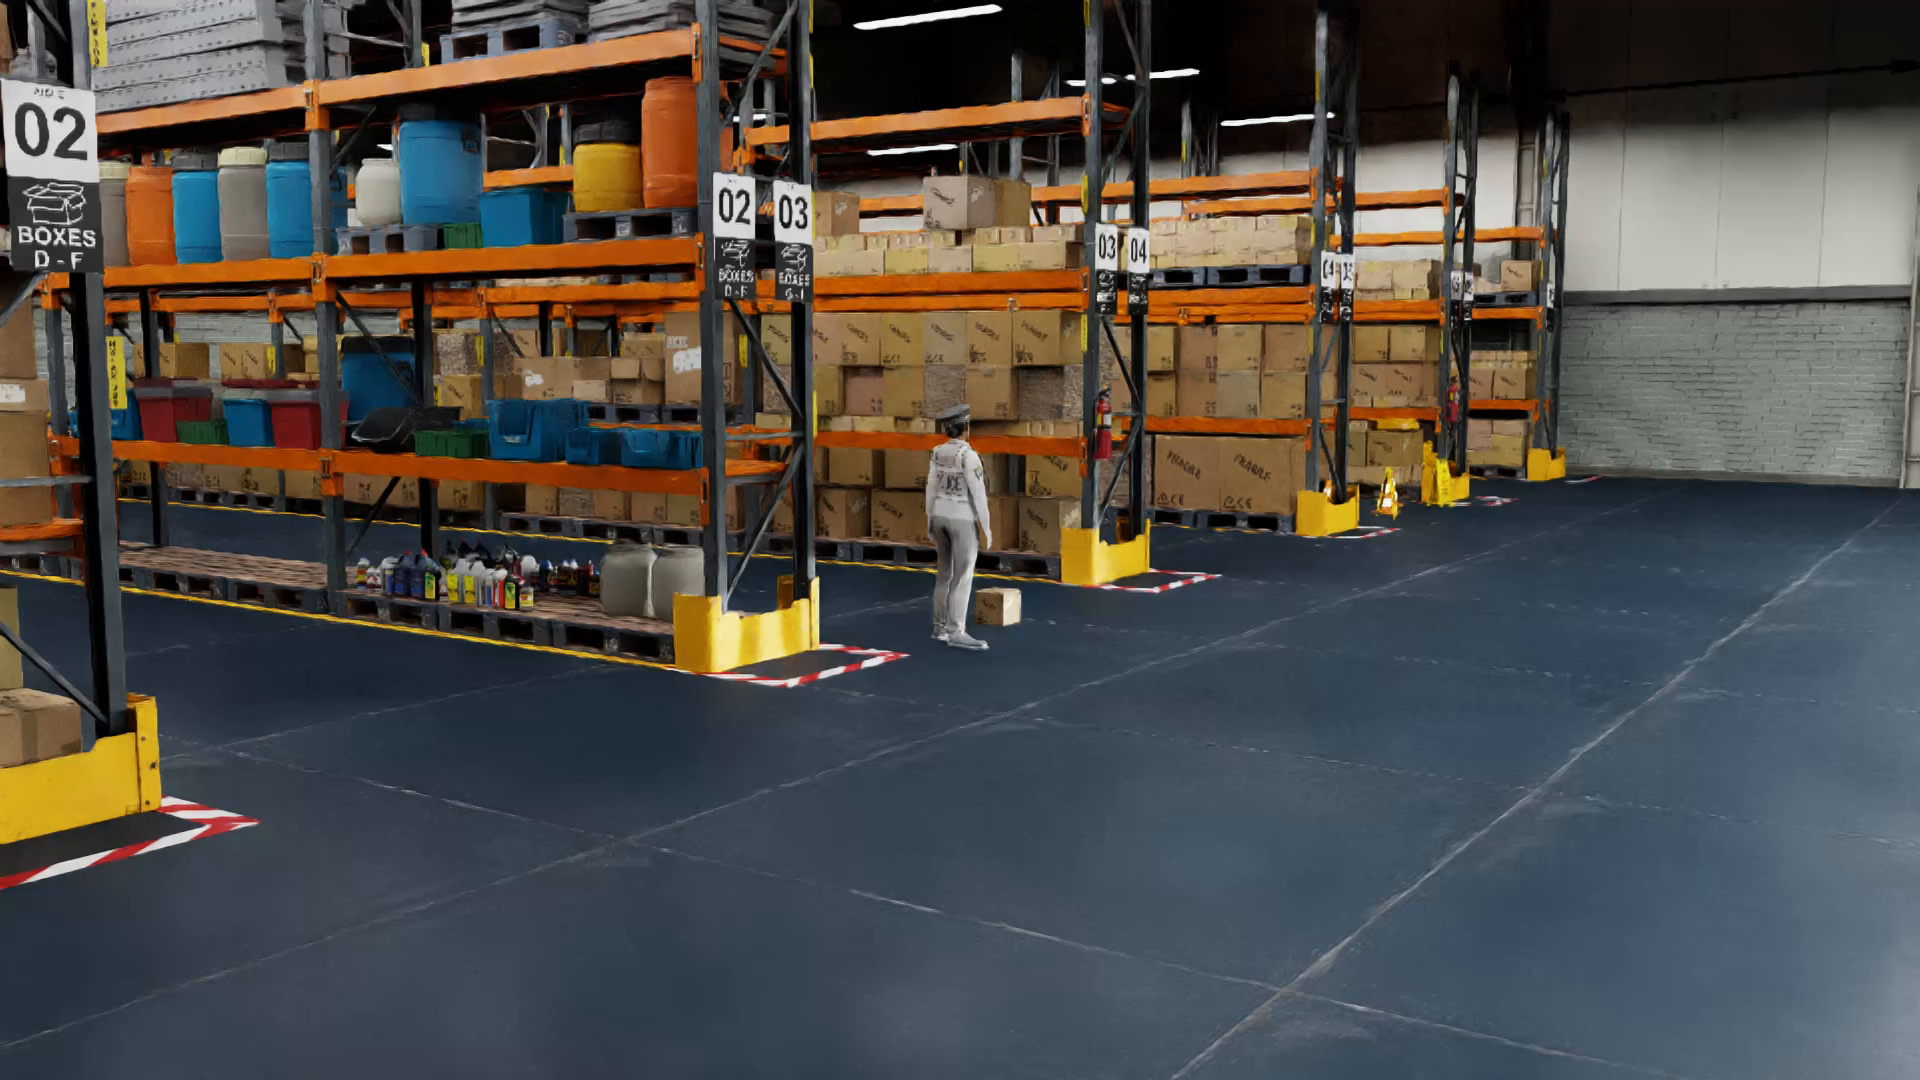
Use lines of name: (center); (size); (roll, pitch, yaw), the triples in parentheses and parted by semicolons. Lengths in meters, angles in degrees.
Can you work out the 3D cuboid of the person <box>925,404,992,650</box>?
person: (-0.018, -0.097, 11.641); (0.356, 1.678, 0.608); (-5, 8, -39)
